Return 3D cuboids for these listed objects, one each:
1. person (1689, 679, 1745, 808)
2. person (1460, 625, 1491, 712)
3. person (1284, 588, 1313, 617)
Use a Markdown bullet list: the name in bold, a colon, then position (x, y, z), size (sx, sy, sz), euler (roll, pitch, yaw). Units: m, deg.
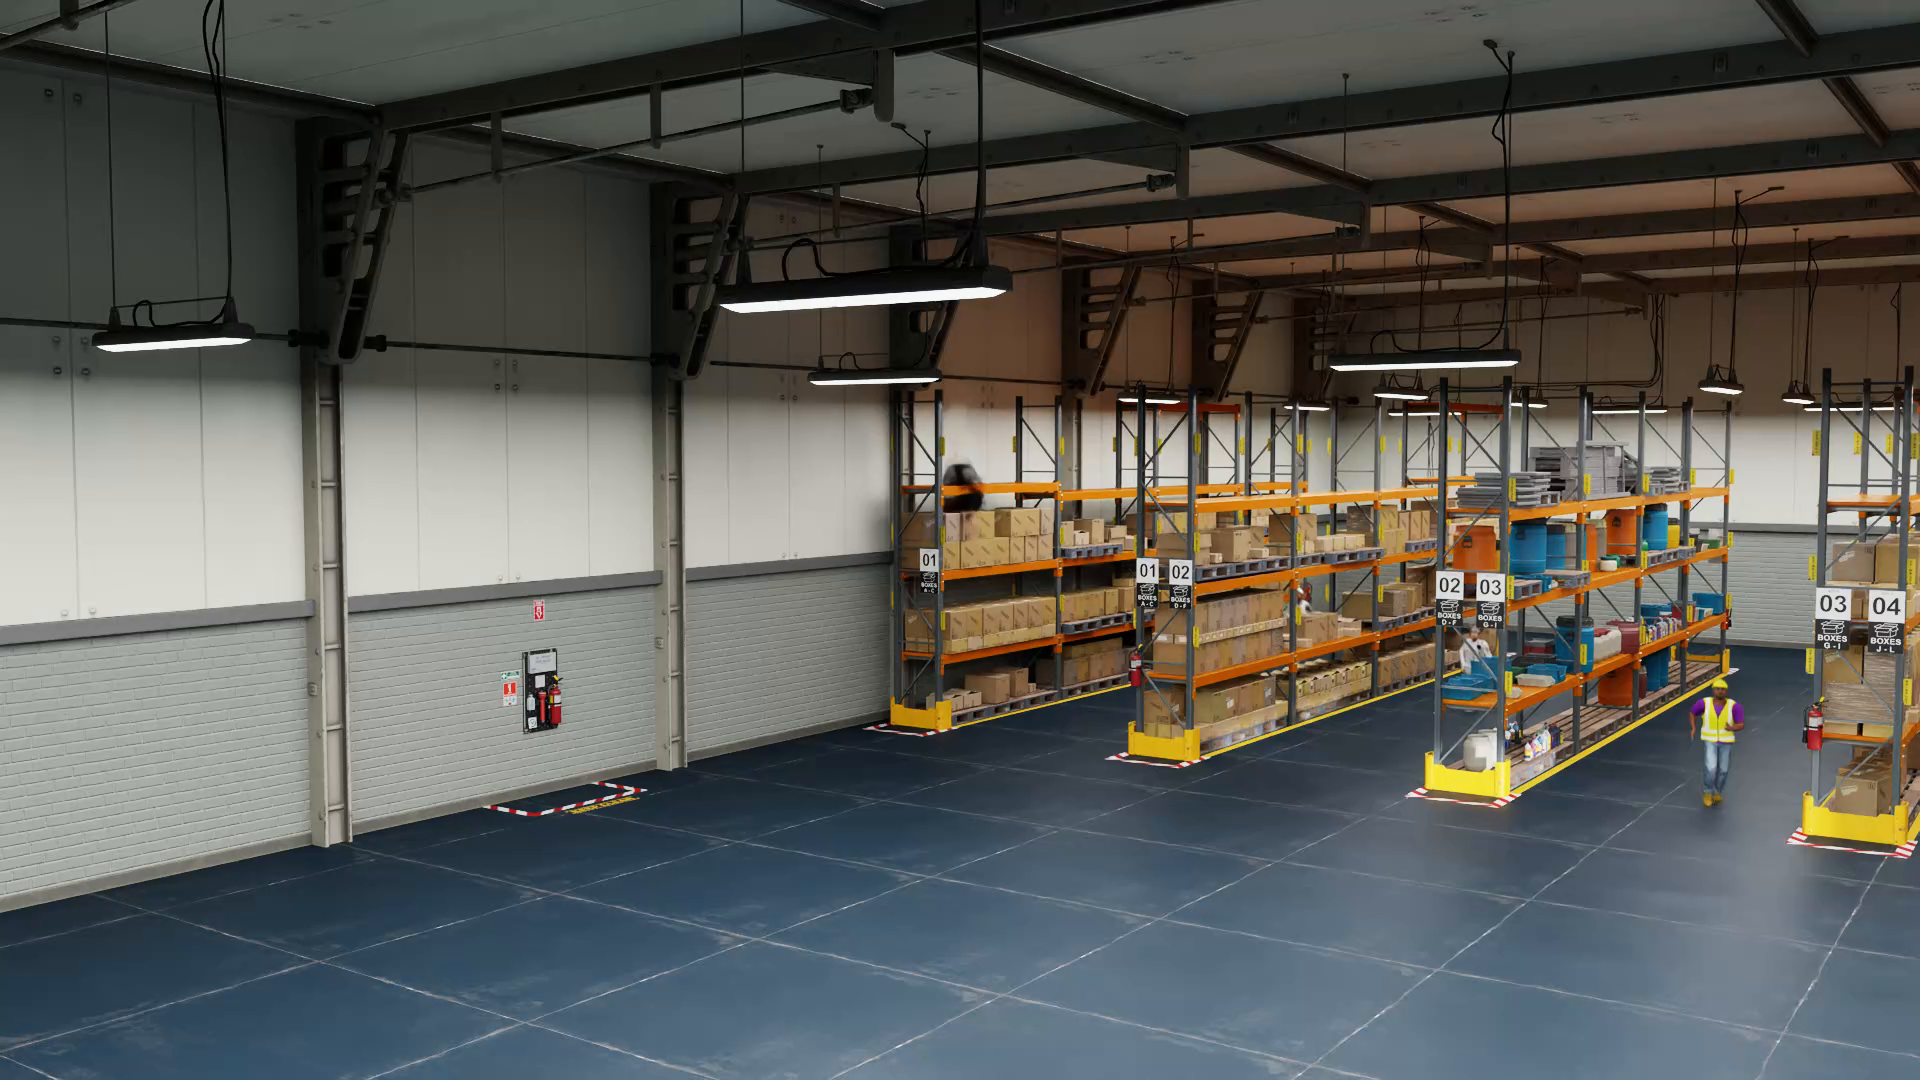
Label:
- **person**: position (10.520, 2.823, 23.100), size (0.675, 1.785, 0.711), euler (1, 3, 18)
- **person**: position (9.658, 2.418, 31.270), size (0.621, 1.652, 0.531), euler (2, 4, 31)
- **person**: position (7.811, 1.992, 38.429), size (0.641, 1.757, 1.011), euler (2, 4, 31)
